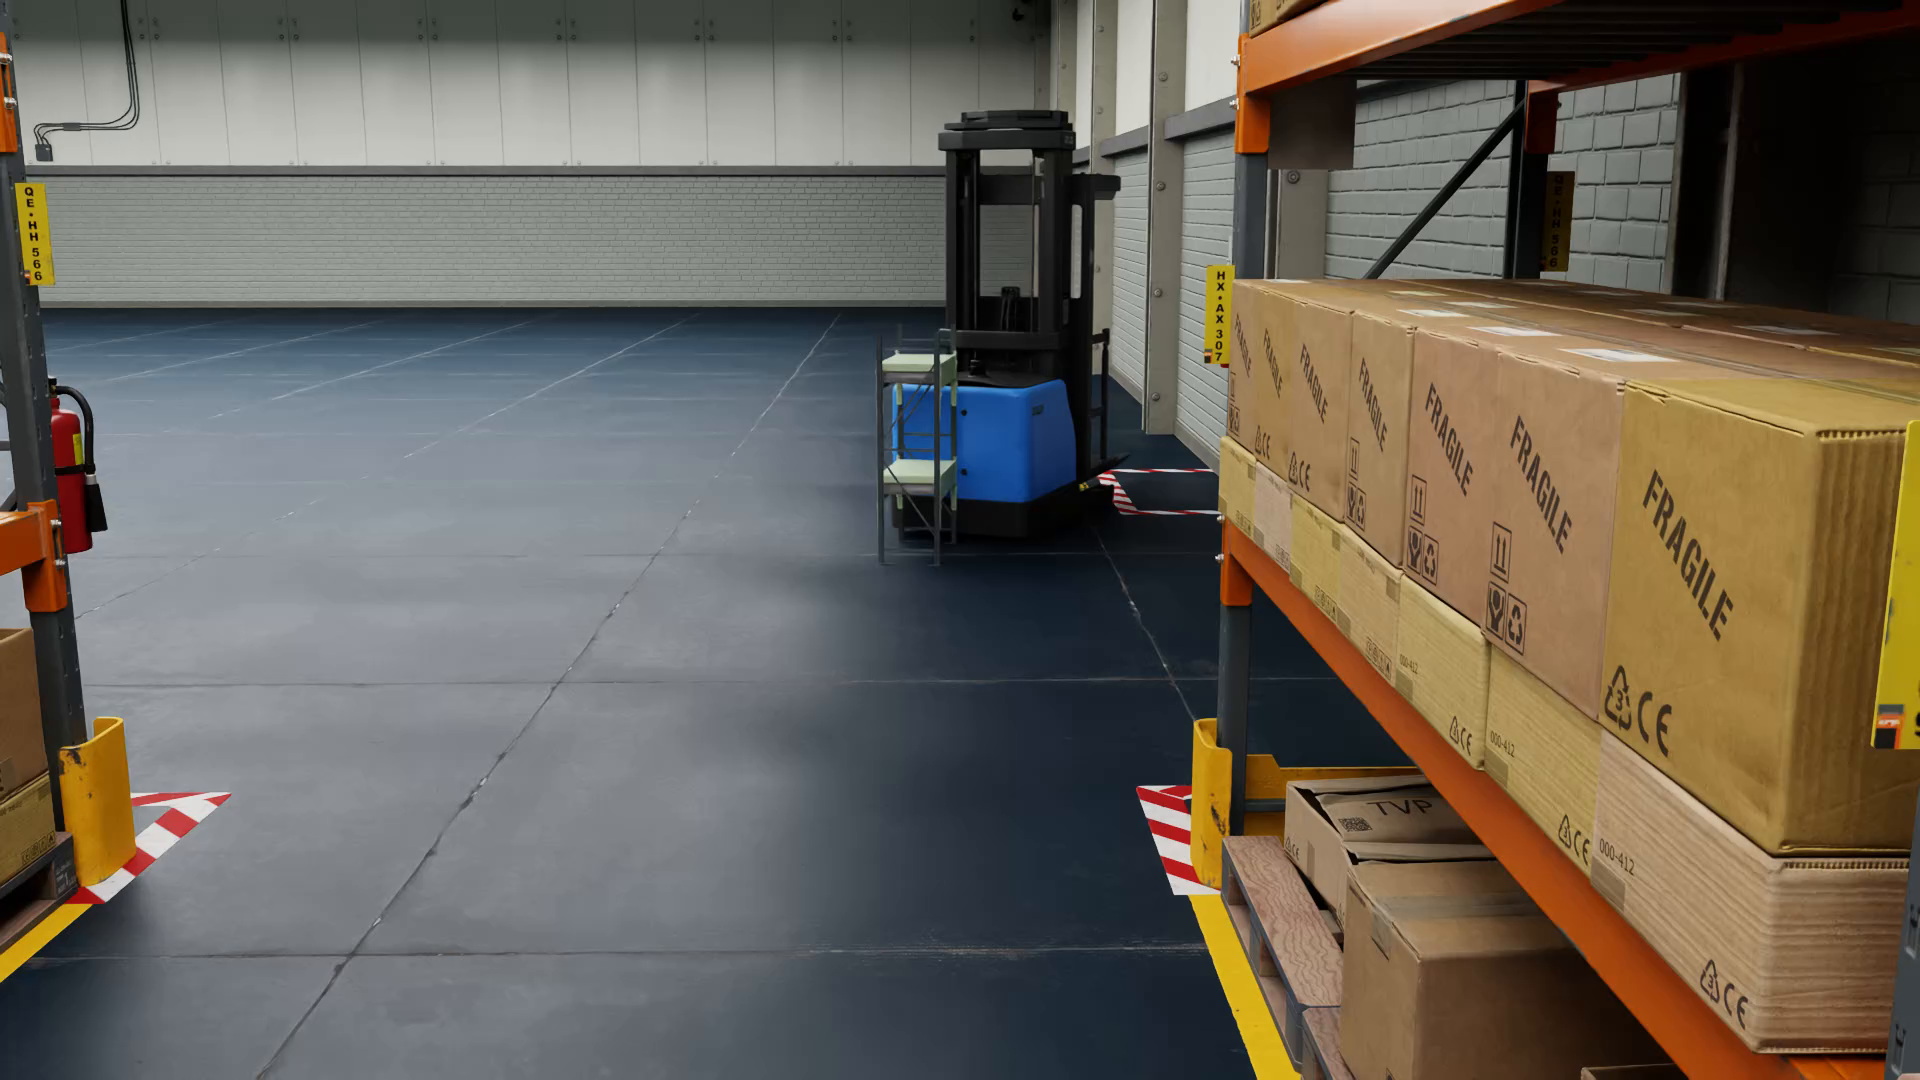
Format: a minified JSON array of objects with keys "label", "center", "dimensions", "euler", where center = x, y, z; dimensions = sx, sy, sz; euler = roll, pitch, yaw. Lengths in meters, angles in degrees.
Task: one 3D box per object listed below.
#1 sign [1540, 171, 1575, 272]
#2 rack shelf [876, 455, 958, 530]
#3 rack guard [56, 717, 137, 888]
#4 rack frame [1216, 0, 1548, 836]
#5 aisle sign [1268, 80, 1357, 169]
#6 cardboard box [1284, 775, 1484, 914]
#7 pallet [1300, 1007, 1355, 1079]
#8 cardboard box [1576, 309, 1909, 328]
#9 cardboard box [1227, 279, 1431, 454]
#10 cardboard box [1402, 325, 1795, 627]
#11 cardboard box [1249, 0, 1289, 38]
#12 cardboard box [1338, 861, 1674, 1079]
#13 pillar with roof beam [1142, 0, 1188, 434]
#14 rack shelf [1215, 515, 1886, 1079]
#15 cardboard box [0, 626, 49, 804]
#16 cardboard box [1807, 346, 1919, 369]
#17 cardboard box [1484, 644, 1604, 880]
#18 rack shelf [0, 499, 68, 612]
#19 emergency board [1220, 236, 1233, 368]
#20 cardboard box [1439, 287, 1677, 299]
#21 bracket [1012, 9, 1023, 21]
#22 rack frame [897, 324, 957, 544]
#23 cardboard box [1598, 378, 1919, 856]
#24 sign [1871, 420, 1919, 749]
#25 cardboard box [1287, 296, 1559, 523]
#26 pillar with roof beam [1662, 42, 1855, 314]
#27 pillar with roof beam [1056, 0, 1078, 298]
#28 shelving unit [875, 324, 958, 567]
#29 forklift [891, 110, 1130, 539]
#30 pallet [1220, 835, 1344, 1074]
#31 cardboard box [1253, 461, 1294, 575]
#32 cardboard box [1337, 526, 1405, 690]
[{"label":"sign","center":[1.965,-1.049,5.479],"dimensions":[0.100,0.325,0.005],"euler":[0,11,-1]},{"label":"rack shelf","center":[-0.275,-0.321,11.007],"dimensions":[0.431,0.370,0.720],"euler":[2,12,8]},{"label":"rack guard","center":[-3.544,0.913,5.802],"dimensions":[1.175,0.500,0.348],"euler":[0,11,-1]},{"label":"rack frame","center":[1.409,-0.328,5.634],"dimensions":[1.000,3.000,0.127],"euler":[0,11,-1]},{"label":"aisle sign","center":[1.108,-1.616,5.440],"dimensions":[0.394,0.787,0.004],"euler":[0,11,-1]},{"label":"cardboard box","center":[1.334,0.912,5.178],"dimensions":[0.500,0.311,0.500],"euler":[-2,12,-8]},{"label":"pallet","center":[1.415,1.457,3.847],"dimensions":[1.003,0.211,1.213],"euler":[0,11,-1]},{"label":"cardboard box","center":[1.658,-0.237,3.621],"dimensions":[0.500,0.500,0.500],"euler":[0,11,0]},{"label":"cardboard box","center":[1.119,-0.536,5.098],"dimensions":[0.500,0.500,0.500],"euler":[0,11,-1]},{"label":"cardboard box","center":[1.158,-0.129,3.092],"dimensions":[0.500,0.500,0.500],"euler":[-1,11,-3]},{"label":"cardboard box","center":[1.166,-1.790,4.991],"dimensions":[0.500,0.500,0.500],"euler":[0,11,0]},{"label":"cardboard box","center":[1.311,1.078,3.880],"dimensions":[0.700,0.500,0.500],"euler":[-1,12,-5]},{"label":"pillar with roof beam","center":[-2.263,-5.501,16.040],"dimensions":[9.100,9.000,0.400],"euler":[0,11,-1]},{"label":"rack shelf","center":[1.451,0.422,3.746],"dimensions":[1.077,0.370,4.000],"euler":[0,11,-1]},{"label":"cardboard box","center":[-3.234,0.572,5.168],"dimensions":[0.500,0.500,0.500],"euler":[0,11,-1]},{"label":"cardboard box","center":[1.684,-0.034,2.625],"dimensions":[0.500,0.500,0.500],"euler":[0,11,-1]},{"label":"cardboard box","center":[1.177,0.338,2.674],"dimensions":[0.500,0.250,0.500],"euler":[0,11,-1]},{"label":"rack shelf","center":[-3.502,0.443,3.642],"dimensions":[1.077,0.370,4.000],"euler":[0,11,-1]},{"label":"emergency board","center":[2.152,-1.877,13.267],"dimensions":[0.194,1.169,0.643],"euler":[0,11,-1]},{"label":"cardboard box","center":[1.632,-0.439,4.621],"dimensions":[0.500,0.500,0.500],"euler":[0,11,0]},{"label":"bracket","center":[1.256,-11.413,36.128],"dimensions":[0.235,0.232,0.430],"euler":[0,11,-1]},{"label":"rack frame","center":[-0.223,-0.712,11.297],"dimensions":[0.400,1.500,0.023],"euler":[2,12,8]},{"label":"cardboard box","center":[1.173,0.070,2.110],"dimensions":[0.500,0.500,0.500],"euler":[0,11,-1]},{"label":"sign","center":[0.950,0.046,1.610],"dimensions":[0.100,0.325,0.005],"euler":[0,11,-1]},{"label":"cardboard box","center":[1.123,-0.335,4.108],"dimensions":[0.500,0.500,0.500],"euler":[-1,11,-3]},{"label":"pillar with roof beam","center":[-2.015,-3.115,4.282],"dimensions":[9.100,9.000,0.400],"euler":[0,11,-1]},{"label":"pillar with roof beam","center":[-2.511,-7.886,27.798],"dimensions":[9.100,9.000,0.400],"euler":[0,11,-1]},{"label":"shelving unit","center":[-0.275,-0.640,10.942],"dimensions":[0.431,1.500,0.755],"euler":[2,12,8]},{"label":"forklift","center":[0.548,-1.692,12.527],"dimensions":[1.130,2.935,3.031],"euler":[5,12,22]},{"label":"pallet","center":[1.393,1.215,5.040],"dimensions":[1.003,0.211,1.213],"euler":[0,11,-1]},{"label":"cardboard box","center":[1.127,-0.063,4.654],"dimensions":[0.500,0.250,0.500],"euler":[-1,11,-3]},{"label":"cardboard box","center":[1.140,0.138,3.659],"dimensions":[0.500,0.250,0.500],"euler":[0,11,-1]}]
